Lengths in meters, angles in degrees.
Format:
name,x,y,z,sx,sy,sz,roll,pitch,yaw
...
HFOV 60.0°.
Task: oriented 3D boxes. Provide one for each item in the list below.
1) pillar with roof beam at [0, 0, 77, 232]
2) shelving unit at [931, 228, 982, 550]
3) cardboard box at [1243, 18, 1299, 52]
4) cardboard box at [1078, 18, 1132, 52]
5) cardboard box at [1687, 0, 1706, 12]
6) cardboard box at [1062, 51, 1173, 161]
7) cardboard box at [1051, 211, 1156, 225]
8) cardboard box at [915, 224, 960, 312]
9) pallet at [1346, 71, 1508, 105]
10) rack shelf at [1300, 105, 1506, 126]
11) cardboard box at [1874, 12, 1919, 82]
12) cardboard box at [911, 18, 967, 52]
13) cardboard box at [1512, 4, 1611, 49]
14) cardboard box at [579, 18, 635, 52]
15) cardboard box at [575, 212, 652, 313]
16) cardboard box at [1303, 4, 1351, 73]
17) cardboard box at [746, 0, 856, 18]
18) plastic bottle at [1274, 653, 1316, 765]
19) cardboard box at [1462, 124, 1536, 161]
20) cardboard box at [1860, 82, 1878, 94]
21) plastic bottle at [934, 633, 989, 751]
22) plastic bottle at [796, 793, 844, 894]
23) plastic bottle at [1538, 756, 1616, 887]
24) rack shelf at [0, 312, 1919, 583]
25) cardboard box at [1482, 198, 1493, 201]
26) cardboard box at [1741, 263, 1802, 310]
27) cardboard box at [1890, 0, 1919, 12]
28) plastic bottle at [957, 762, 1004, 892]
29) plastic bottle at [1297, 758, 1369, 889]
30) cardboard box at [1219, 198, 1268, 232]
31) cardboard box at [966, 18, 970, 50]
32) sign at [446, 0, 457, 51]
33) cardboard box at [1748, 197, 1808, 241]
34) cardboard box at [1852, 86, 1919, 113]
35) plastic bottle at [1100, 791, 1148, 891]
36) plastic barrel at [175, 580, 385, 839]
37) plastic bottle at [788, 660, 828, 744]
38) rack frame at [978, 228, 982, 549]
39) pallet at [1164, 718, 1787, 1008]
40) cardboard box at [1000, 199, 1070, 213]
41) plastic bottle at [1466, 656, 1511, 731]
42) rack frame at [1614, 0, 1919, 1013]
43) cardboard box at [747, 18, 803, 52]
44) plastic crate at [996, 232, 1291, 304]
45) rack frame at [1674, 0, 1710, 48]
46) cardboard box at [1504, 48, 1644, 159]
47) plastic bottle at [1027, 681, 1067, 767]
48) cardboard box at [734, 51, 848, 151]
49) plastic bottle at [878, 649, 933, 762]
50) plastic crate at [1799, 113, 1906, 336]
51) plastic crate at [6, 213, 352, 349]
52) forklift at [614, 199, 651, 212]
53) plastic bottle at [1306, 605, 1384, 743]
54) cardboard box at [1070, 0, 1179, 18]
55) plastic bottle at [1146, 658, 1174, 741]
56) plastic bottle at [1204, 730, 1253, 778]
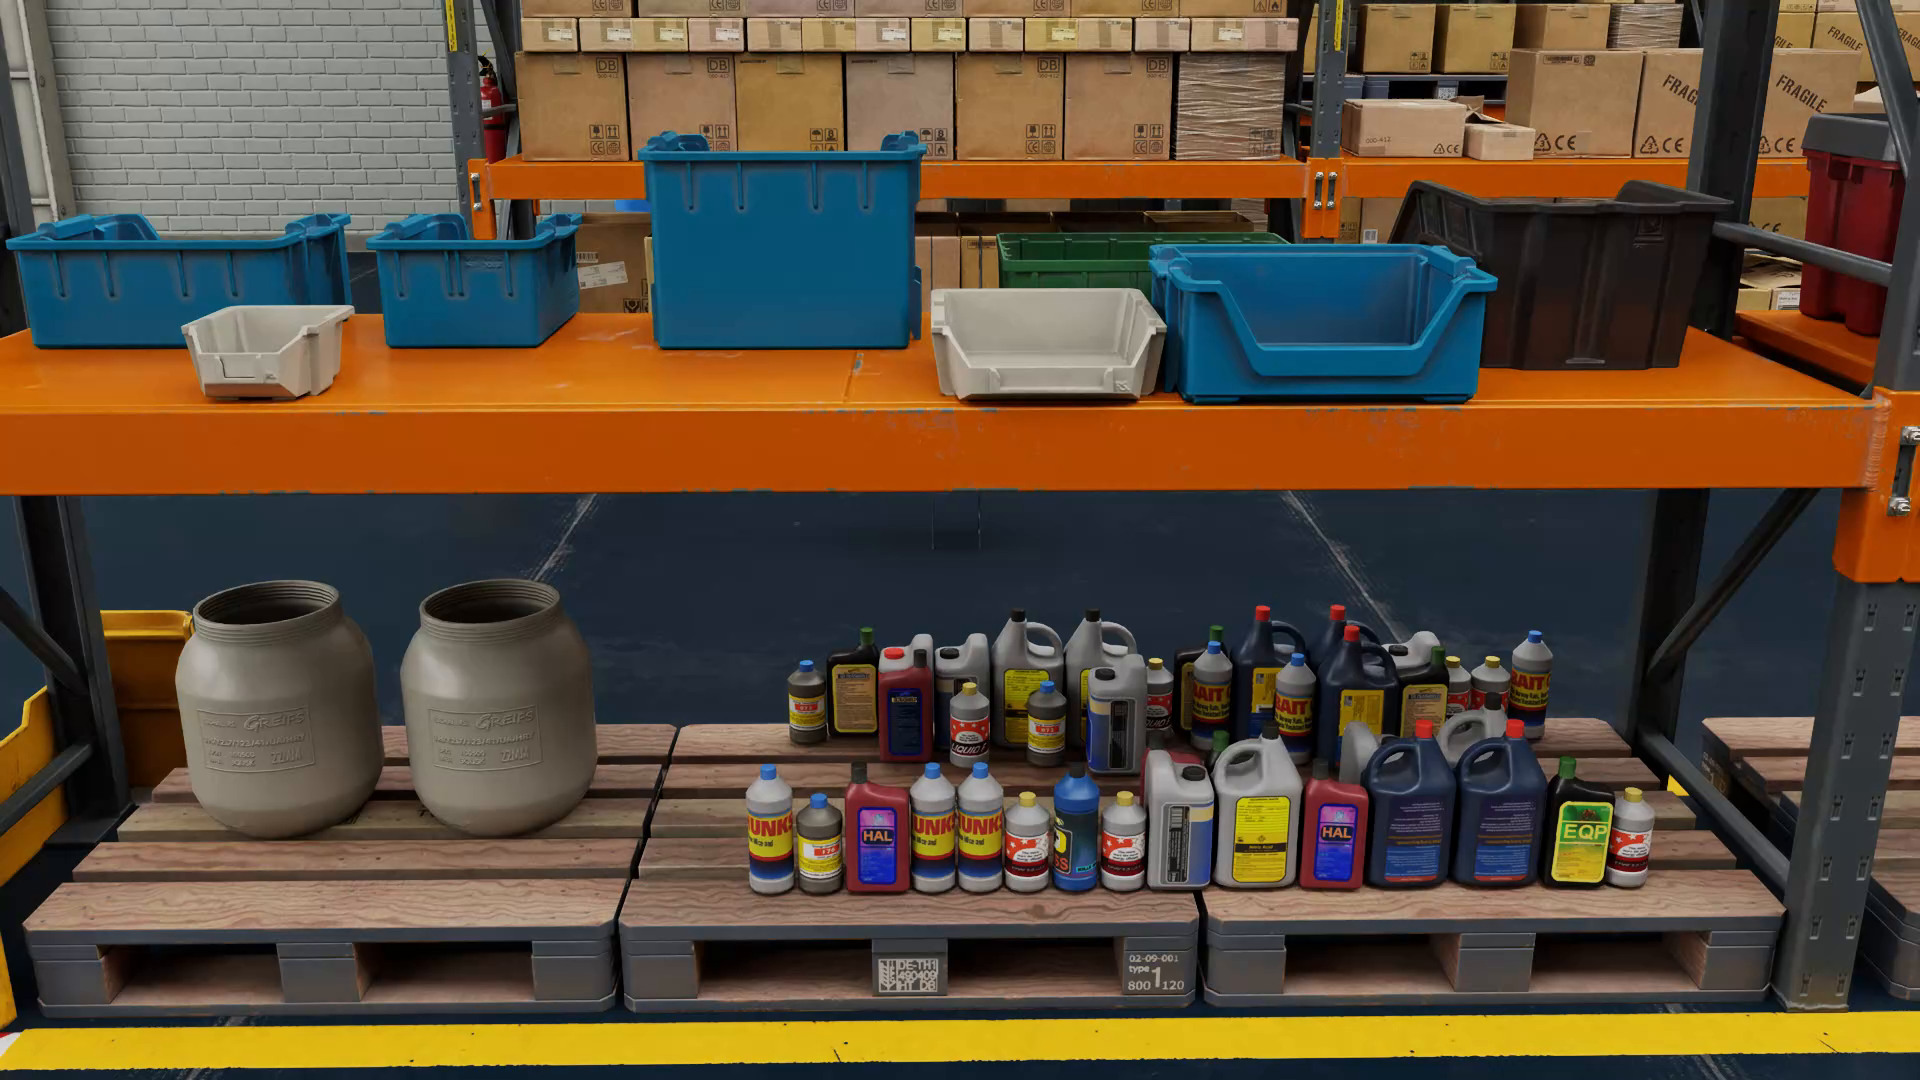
name,x,y,z,sx,sy,sz,roll,pitch,yaw
pillar with roof beam,-7.619,-5.381,8.588,0.400,9.000,9.100,0,18,-1
shelving unit,-0.014,-0.571,6.364,0.189,1.200,0.258,0,18,-1
cardboard box,1.439,-2.396,7.881,0.250,0.149,0.380,0,18,-1
cardboard box,0.667,-2.392,7.868,0.250,0.149,0.380,0,18,-1
cardboard box,6.074,-4.276,13.055,0.500,0.250,0.500,0,18,1
cardboard box,0.737,-2.145,8.161,0.500,0.500,0.700,0,18,-1
cardboard box,0.739,-1.443,8.721,0.500,0.500,0.500,0,18,-1
cardboard box,-0.253,-1.276,8.201,0.500,0.500,0.500,0,18,-1
pallet,3.646,-3.525,12.940,1.213,0.211,1.003,0,18,-1
rack shelf,3.625,-3.286,13.060,4.000,0.370,1.077,0,18,-1
cardboard box,7.135,-3.763,12.685,0.500,0.500,0.500,0,18,-1
cardboard box,-0.096,-2.388,7.856,0.250,0.149,0.380,0,18,1
cardboard box,4.597,-3.879,12.847,0.500,0.500,0.700,-2,18,-6
cardboard box,-1.632,-2.382,7.836,0.250,0.149,0.380,-1,18,-2
cardboard box,-1.761,-1.428,8.676,0.500,0.500,0.500,0,18,-1
cardboard box,2.694,-3.869,12.814,0.500,0.500,0.700,2,18,5
cardboard box,-0.742,-2.758,7.947,0.500,0.500,0.700,0,18,-1
plastic bottle,0.825,0.411,4.103,0.097,0.271,0.097,0,18,0
cardboard box,2.597,-1.929,8.060,0.250,0.149,0.380,0,18,-1
cardboard box,6.986,-3.476,12.852,0.250,0.149,0.380,0,18,0
plastic bottle,0.003,0.377,4.201,0.135,0.276,0.152,-1,18,-2
plastic bottle,-0.296,0.635,3.519,0.097,0.201,0.097,0,18,0
plastic bottle,1.306,0.593,3.514,0.133,0.283,0.061,1,18,2
rack shelf,-0.218,-0.241,3.567,4.000,0.370,1.077,0,18,-1
cardboard box,3.893,-2.660,13.302,0.500,0.500,0.700,0,18,-1
cardboard box,4.163,-1.200,8.272,0.500,0.311,0.500,0,18,-1
cardboard box,7.120,-4.124,12.583,0.500,0.250,0.500,0,18,0
plastic bottle,0.043,0.600,3.514,0.097,0.271,0.097,0,18,0
plastic bottle,0.788,0.596,3.506,0.133,0.283,0.061,1,18,3
cardboard box,2.361,-2.647,13.261,0.500,0.500,0.700,0,18,1
cardboard box,0.147,-2.513,8.246,0.250,0.149,0.380,-1,18,-2
sign,-2.289,-2.368,7.470,0.005,0.325,0.100,0,18,-1
cardboard box,6.362,-2.778,13.130,0.750,0.750,0.750,-1,18,-2
cardboard box,4.810,-2.138,8.448,0.500,0.311,0.500,0,18,-2
plastic bottle,0.347,0.632,3.529,0.097,0.201,0.097,0,18,0
plastic barrel,-1.561,0.384,3.826,0.421,0.512,0.421,0,18,0
plastic bottle,-0.388,0.406,4.232,0.097,0.201,0.097,0,18,0
rack frame,0.077,-0.572,6.365,0.006,1.200,0.240,0,18,-1
pallet,1.110,0.725,3.943,1.213,0.211,1.003,0,18,-1
cardboard box,0.588,-2.621,13.181,0.500,0.500,0.500,-2,18,-5
plastic bottle,1.355,0.398,4.259,0.097,0.201,0.097,0,18,0
rack frame,1.782,-0.594,3.487,0.127,3.000,1.000,0,18,-1
cardboard box,-0.864,-2.385,7.847,0.250,0.149,0.380,-1,18,-3
plastic crate,0.420,-0.572,3.768,0.662,0.188,0.450,0,18,-1
rack frame,5.625,-3.639,12.980,0.127,3.000,1.000,0,18,-1
cardboard box,3.002,-2.155,8.192,0.500,0.500,0.500,1,18,3
plastic bottle,0.214,0.447,4.104,0.097,0.201,0.097,0,18,0
cardboard box,-0.804,-2.138,8.137,0.500,0.500,0.700,0,18,0
plastic bottle,-0.134,0.407,4.096,0.133,0.283,0.061,0,18,-1
plastic crate,2.261,-0.720,3.776,0.583,0.464,0.402,0,18,-1
plastic crate,-1.722,-0.597,3.742,0.616,0.251,0.499,0,18,-1
forklift,-0.631,-2.794,10.459,3.031,2.935,1.130,-1,18,-2
plastic bottle,0.968,0.335,4.208,0.185,0.351,0.144,0,18,1
cardboard box,0.759,-2.765,7.968,0.500,0.500,0.700,0,18,-1
plastic bottle,0.496,0.402,4.246,0.097,0.201,0.097,0,18,0
plastic bottle,0.600,0.553,3.640,0.133,0.283,0.061,0,18,-1
